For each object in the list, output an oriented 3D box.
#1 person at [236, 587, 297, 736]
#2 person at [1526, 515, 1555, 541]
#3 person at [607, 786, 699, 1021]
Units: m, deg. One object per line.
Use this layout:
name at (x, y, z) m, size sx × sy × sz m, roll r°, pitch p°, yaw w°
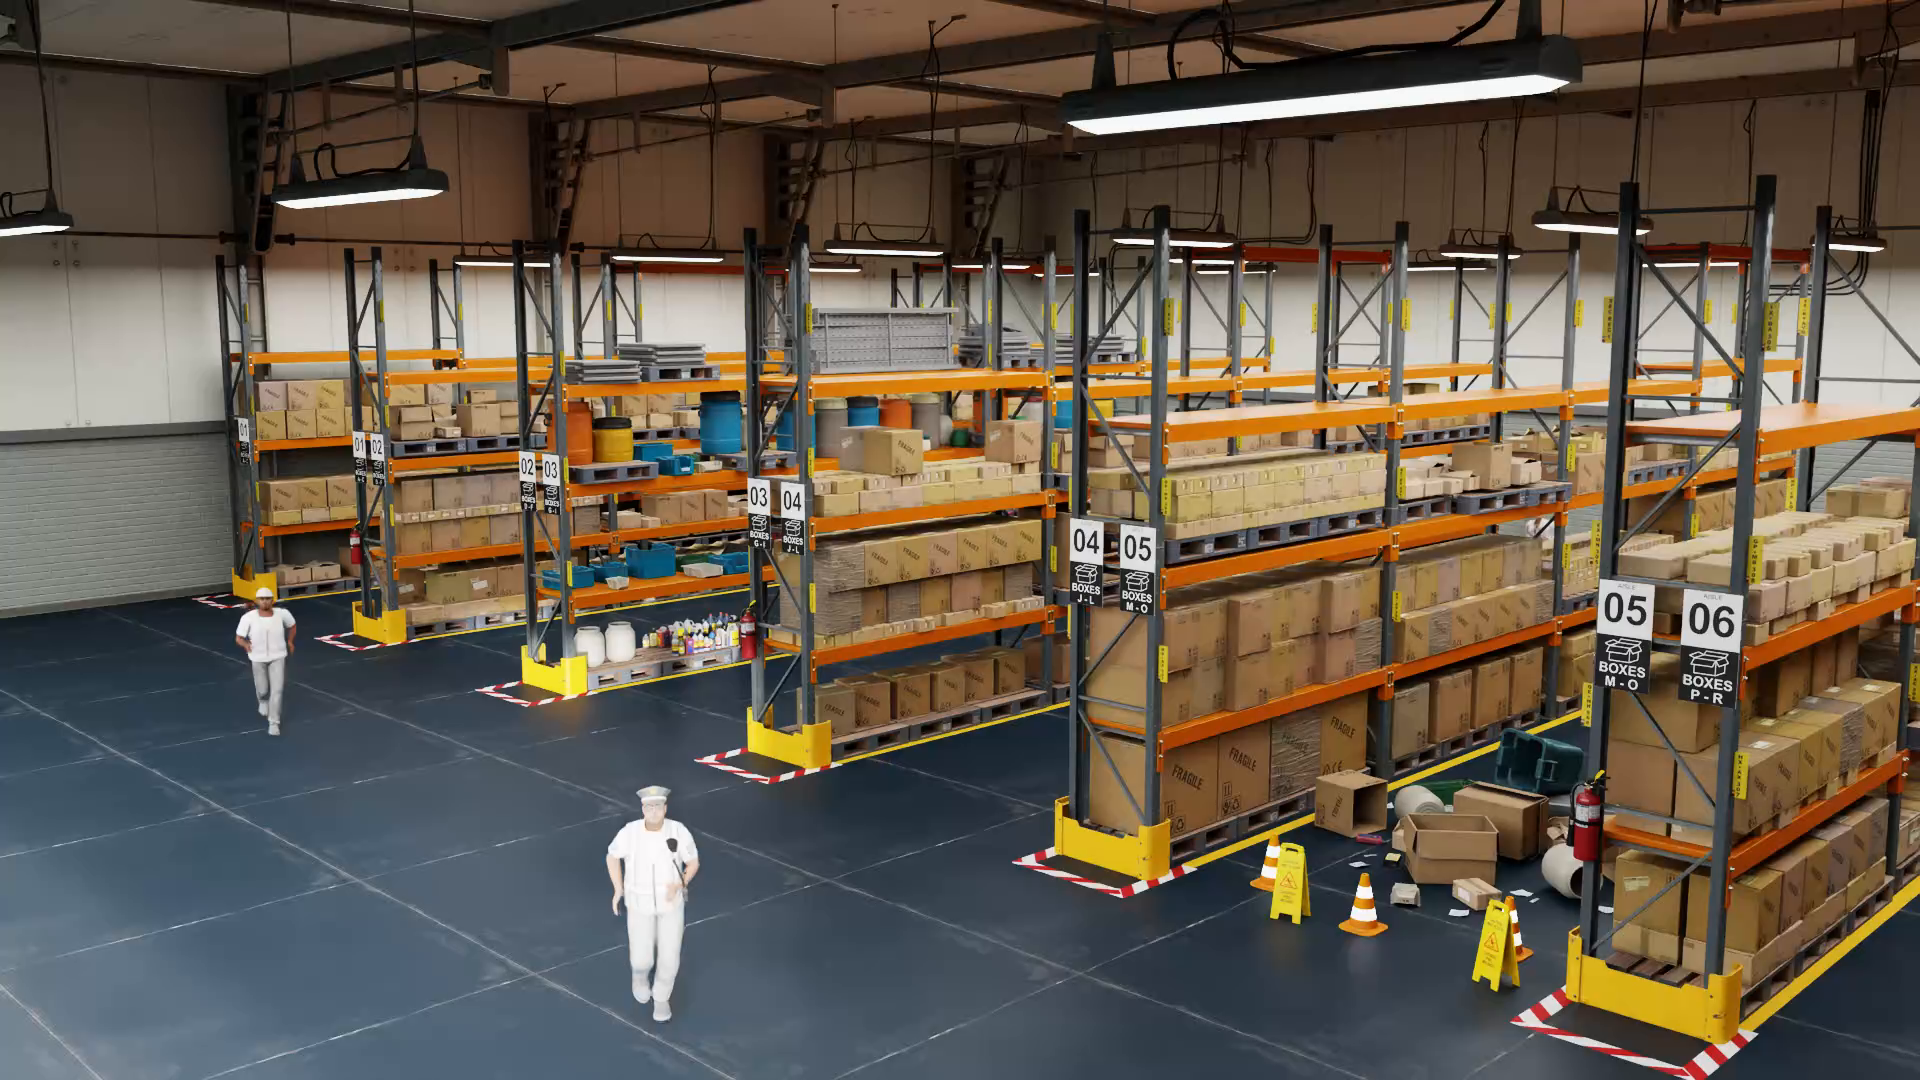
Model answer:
person at (-8.400, 1.439, 20.201) m, size 0.699 × 1.752 × 0.923 m, roll -4°, pitch 9°, yaw -25°
person at (9.941, 0.295, 28.493) m, size 0.696 × 1.768 × 0.765 m, roll 6°, pitch 10°, yaw 38°
person at (-2.201, 2.625, 11.991) m, size 0.657 × 1.738 × 0.590 m, roll -2°, pitch 8°, yaw -12°
